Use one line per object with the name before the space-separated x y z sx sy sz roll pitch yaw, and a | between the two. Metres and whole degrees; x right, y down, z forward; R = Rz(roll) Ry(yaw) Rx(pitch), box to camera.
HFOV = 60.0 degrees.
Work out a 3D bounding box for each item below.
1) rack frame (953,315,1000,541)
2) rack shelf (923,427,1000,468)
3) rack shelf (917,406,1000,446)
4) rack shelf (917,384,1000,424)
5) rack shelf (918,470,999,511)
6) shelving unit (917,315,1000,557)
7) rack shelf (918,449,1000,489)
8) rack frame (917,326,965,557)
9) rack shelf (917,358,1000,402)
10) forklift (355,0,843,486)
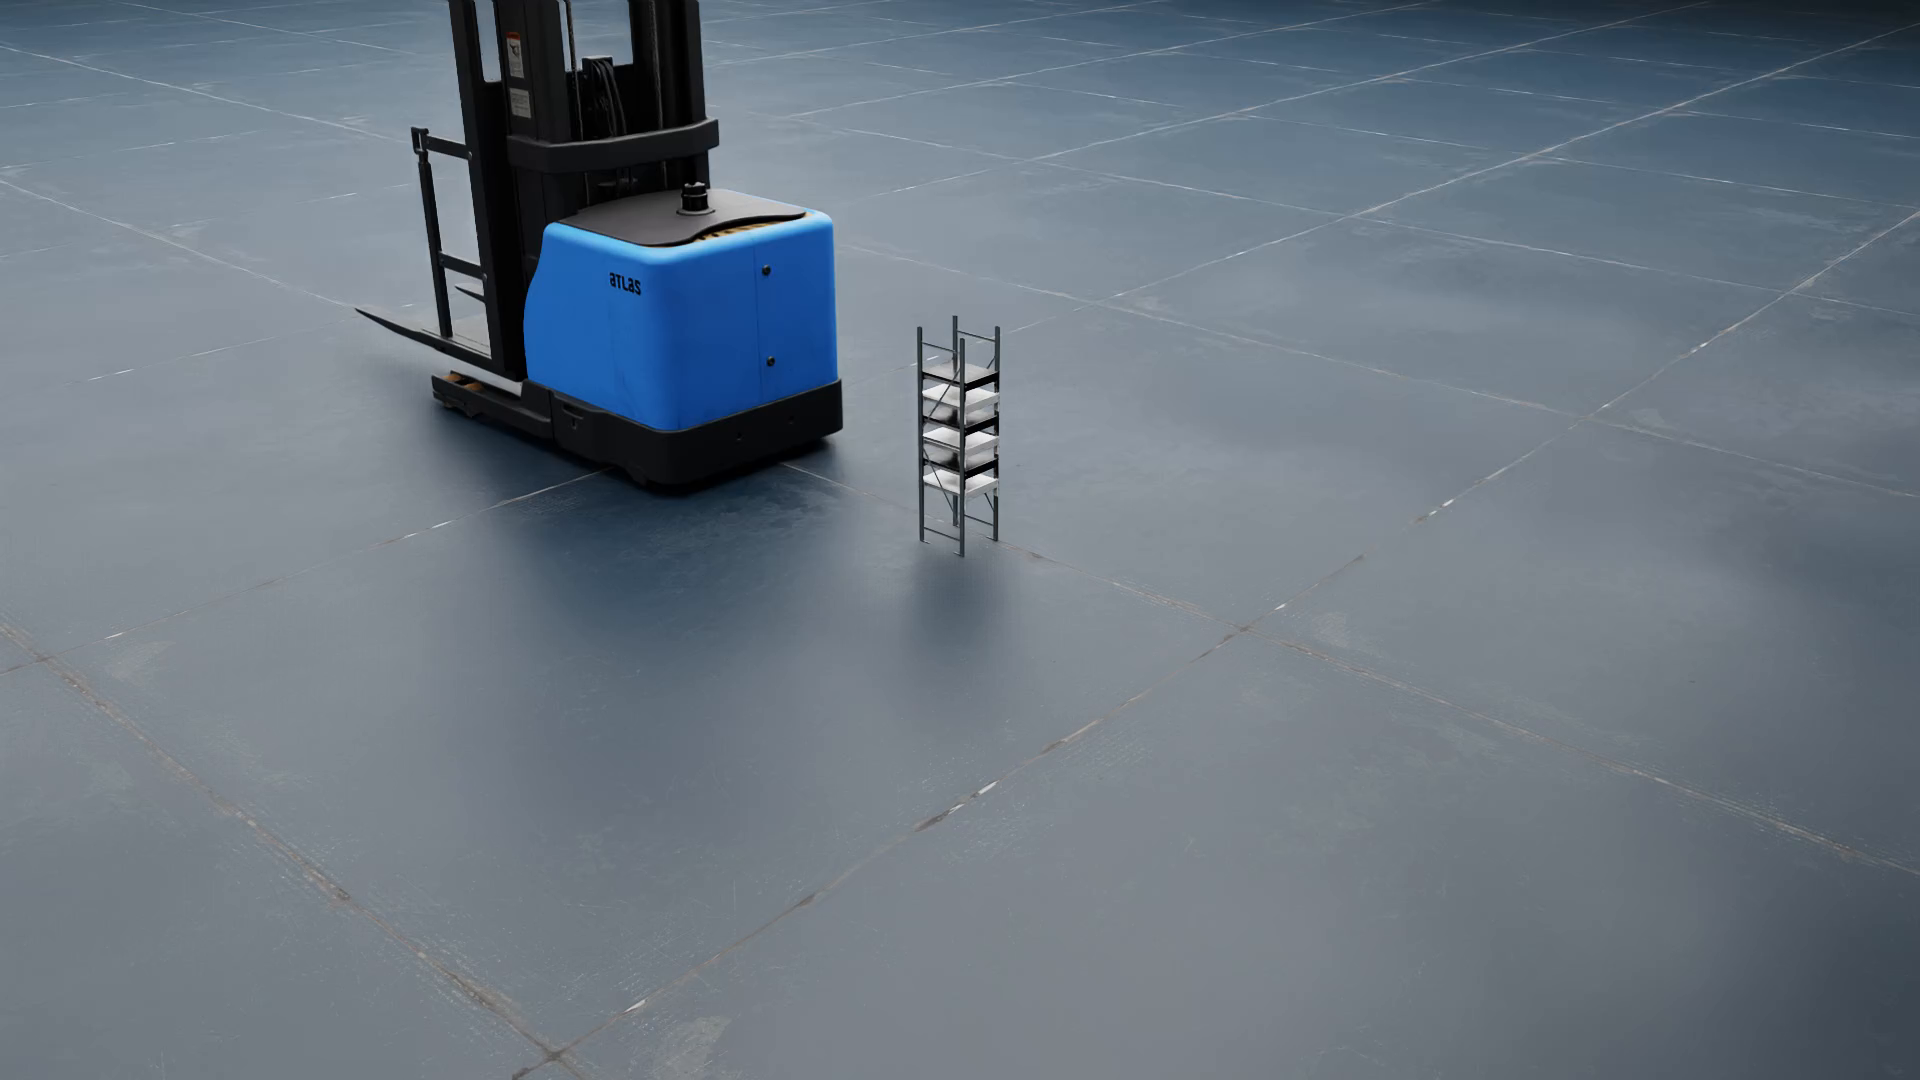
rack frame | 0.062 -0.439 6.629 0.240 0.900 0.006 20 31 38
rack shelf | -0.005 -0.378 6.574 0.258 0.077 0.200 20 31 38
rack shelf | -0.005 -0.460 6.537 0.258 0.077 0.200 20 31 38
rack shelf | -0.005 -0.542 6.500 0.258 0.077 0.200 20 31 38
rack shelf | -0.005 -0.213 6.648 0.258 0.077 0.200 20 31 38
shelving unit | -0.005 -0.408 6.560 0.258 0.900 0.210 20 31 38
rack shelf | -0.005 -0.296 6.611 0.258 0.077 0.200 20 31 38
rack frame | -0.073 -0.377 6.491 0.240 0.900 0.006 20 31 38
rack shelf | -0.005 -0.624 6.464 0.258 0.077 0.200 20 31 38
forklift | -1.959 -2.071 7.786 3.031 2.935 1.130 21 32 39
